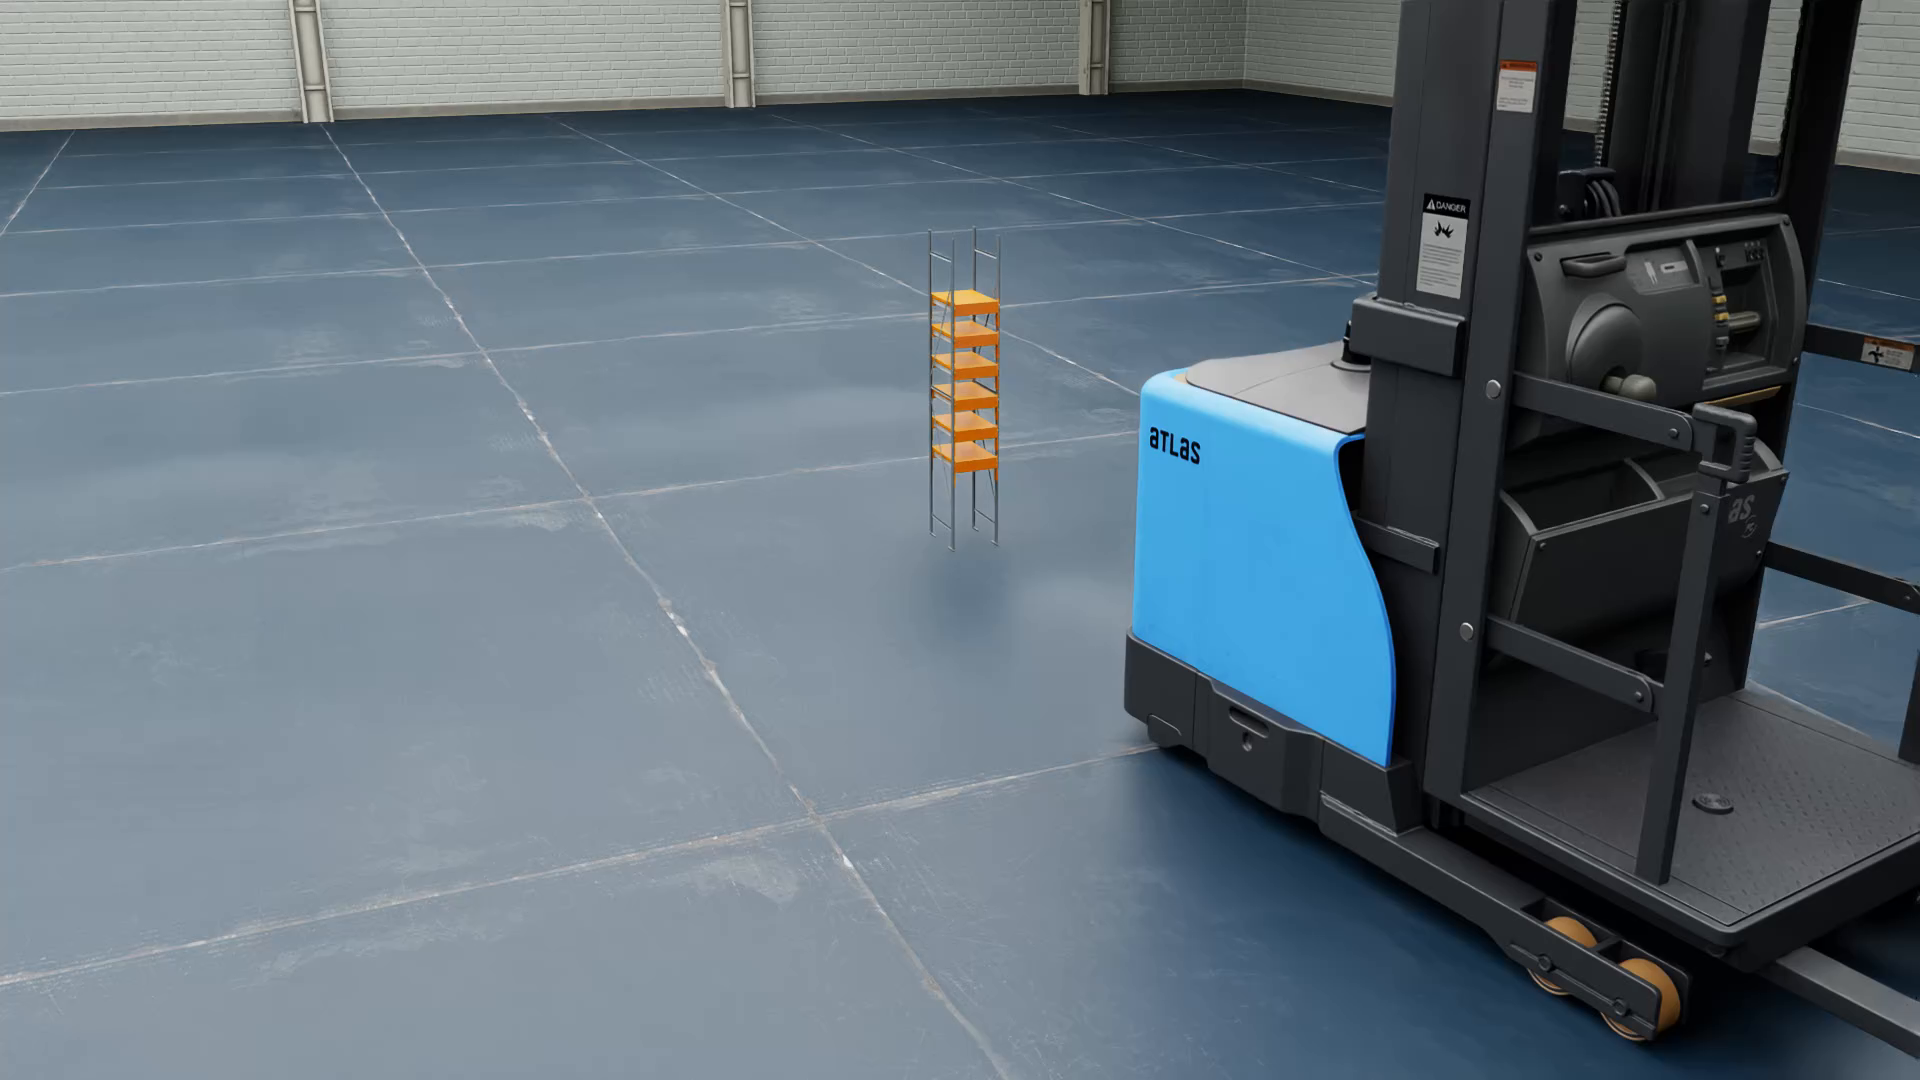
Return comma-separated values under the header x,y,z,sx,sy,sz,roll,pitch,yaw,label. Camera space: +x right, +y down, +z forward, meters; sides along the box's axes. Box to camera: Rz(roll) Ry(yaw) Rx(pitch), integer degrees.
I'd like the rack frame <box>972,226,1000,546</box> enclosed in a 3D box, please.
x,y,z,sx,sy,sz,roll,pitch,yaw,label
0.097,-0.580,6.362,0.006,1.200,0.240,-8,21,-22,rack frame

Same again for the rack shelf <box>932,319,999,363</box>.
x,y,z,sx,sy,sz,roll,pitch,yaw,label
0.013,-0.752,6.263,0.180,0.103,0.258,-8,21,-22,rack shelf

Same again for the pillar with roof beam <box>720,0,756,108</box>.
x,y,z,sx,sy,sz,roll,pitch,yaw,label
-1.614,-9.483,19.905,0.400,9.000,9.100,-8,21,-22,pillar with roof beam

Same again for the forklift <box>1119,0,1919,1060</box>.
x,y,z,sx,sy,sz,roll,pitch,yaw,label
1.690,-0.511,3.559,1.130,2.935,3.031,-12,23,-31,forklift

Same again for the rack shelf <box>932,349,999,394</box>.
x,y,z,sx,sy,sz,roll,pitch,yaw,label
0.013,-0.639,6.303,0.180,0.103,0.258,-8,21,-22,rack shelf

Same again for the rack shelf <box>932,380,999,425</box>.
x,y,z,sx,sy,sz,roll,pitch,yaw,label
0.013,-0.526,6.343,0.180,0.103,0.258,-8,21,-22,rack shelf

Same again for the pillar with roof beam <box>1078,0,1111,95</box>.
x,y,z,sx,sy,sz,roll,pitch,yaw,label
3.895,-10.272,22.146,0.400,9.000,9.100,-8,21,-22,pillar with roof beam

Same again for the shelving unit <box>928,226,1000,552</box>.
x,y,z,sx,sy,sz,roll,pitch,yaw,label
0.013,-0.568,6.328,0.189,1.200,0.258,-8,21,-22,shelving unit

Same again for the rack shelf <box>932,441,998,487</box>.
x,y,z,sx,sy,sz,roll,pitch,yaw,label
0.013,-0.300,6.423,0.180,0.103,0.258,-8,21,-22,rack shelf

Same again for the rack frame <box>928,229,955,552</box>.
x,y,z,sx,sy,sz,roll,pitch,yaw,label
-0.071,-0.556,6.294,0.006,1.200,0.240,-8,21,-22,rack frame

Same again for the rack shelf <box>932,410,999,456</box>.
x,y,z,sx,sy,sz,roll,pitch,yaw,label
0.013,-0.413,6.383,0.180,0.103,0.258,-8,21,-22,rack shelf

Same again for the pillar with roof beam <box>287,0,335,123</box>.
x,y,z,sx,sy,sz,roll,pitch,yaw,label
-7.123,-8.694,17.663,0.400,9.000,9.100,-8,21,-22,pillar with roof beam

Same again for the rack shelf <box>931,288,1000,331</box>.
x,y,z,sx,sy,sz,roll,pitch,yaw,label
0.013,-0.866,6.223,0.180,0.103,0.258,-8,21,-22,rack shelf
